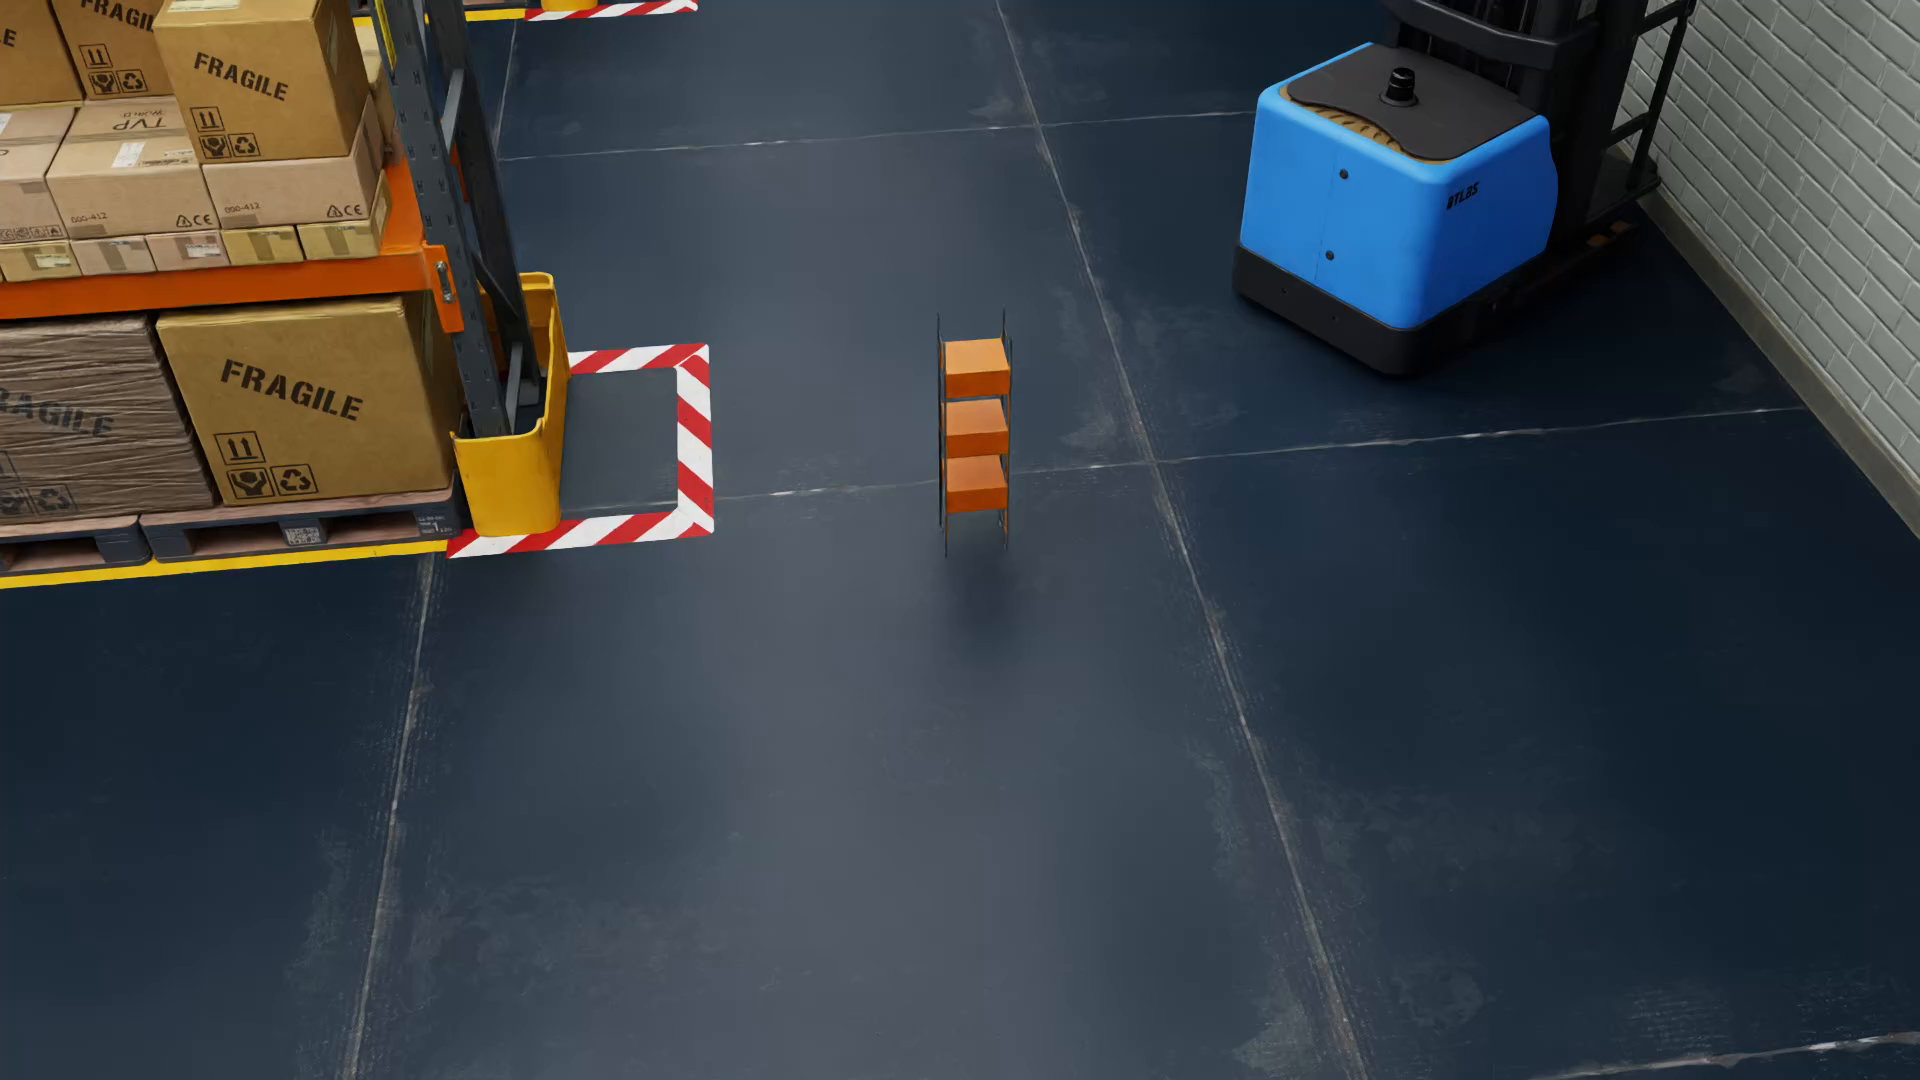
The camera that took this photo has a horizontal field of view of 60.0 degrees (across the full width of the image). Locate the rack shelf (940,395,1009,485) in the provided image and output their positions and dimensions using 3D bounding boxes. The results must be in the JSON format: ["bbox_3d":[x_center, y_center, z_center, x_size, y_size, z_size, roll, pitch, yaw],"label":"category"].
[{"bbox_3d":[0.053,-0.387,6.411,0.240,0.259,0.215,-5,42,-6],"label":"rack shelf"}]

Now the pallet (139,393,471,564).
[{"bbox_3d":[-2.688,-0.363,6.995,1.213,0.211,1.003,-5,42,-6],"label":"pallet"}]

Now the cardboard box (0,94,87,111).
[{"bbox_3d":[-3.429,-1.621,6.198,0.500,0.250,0.500,-6,42,-7],"label":"cardboard box"}]

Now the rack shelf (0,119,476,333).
[{"bbox_3d":[-3.888,-1.079,6.244,4.000,0.370,1.077,-5,42,-6],"label":"rack shelf"}]

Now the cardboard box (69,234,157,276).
[{"bbox_3d":[-2.971,-1.111,5.930,0.250,0.149,0.380,-4,42,-5],"label":"cardboard box"}]

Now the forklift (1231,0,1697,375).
[{"bbox_3d":[2.753,-2.674,7.526,3.031,2.935,1.130,-30,50,-29],"label":"forklift"}]

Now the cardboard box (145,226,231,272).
[{"bbox_3d":[-2.723,-1.132,5.953,0.250,0.149,0.380,-5,42,-5],"label":"cardboard box"}]

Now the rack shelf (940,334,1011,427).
[{"bbox_3d":[0.053,-0.597,6.221,0.240,0.259,0.215,-5,42,-6],"label":"rack shelf"}]

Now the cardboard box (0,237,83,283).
[{"bbox_3d":[-3.228,-1.087,5.903,0.250,0.149,0.380,-6,42,-6],"label":"cardboard box"}]

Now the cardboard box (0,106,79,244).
[{"bbox_3d":[-3.359,-1.268,5.806,0.500,0.250,0.500,-6,42,-7],"label":"cardboard box"}]

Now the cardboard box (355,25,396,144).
[{"bbox_3d":[-2.416,-1.712,6.299,0.500,0.250,0.500,-6,42,-7],"label":"cardboard box"}]

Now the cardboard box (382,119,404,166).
[{"bbox_3d":[-2.300,-1.615,6.488,0.250,0.149,0.380,-5,42,-5],"label":"cardboard box"}]

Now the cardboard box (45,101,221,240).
[{"bbox_3d":[-2.854,-1.313,5.856,0.500,0.250,0.500,-6,42,-6],"label":"cardboard box"}]

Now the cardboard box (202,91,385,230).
[{"bbox_3d":[-2.351,-1.356,5.904,0.500,0.250,0.500,-6,42,-6],"label":"cardboard box"}]

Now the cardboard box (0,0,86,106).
[{"bbox_3d":[-3.425,-1.898,5.945,0.500,0.500,0.500,-6,42,-7],"label":"cardboard box"}]

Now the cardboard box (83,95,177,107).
[{"bbox_3d":[-2.930,-1.663,6.244,0.500,0.250,0.500,-5,42,-6],"label":"cardboard box"}]

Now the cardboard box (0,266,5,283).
[{"bbox_3d":[-3.485,-1.064,5.878,0.250,0.149,0.380,-5,42,-5],"label":"cardboard box"}]

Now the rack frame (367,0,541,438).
[{"bbox_3d":[-1.905,-1.520,6.195,0.127,3.000,1.000,-5,42,-6],"label":"rack frame"}]

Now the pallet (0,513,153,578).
[{"bbox_3d":[-3.895,-0.259,6.880,1.213,0.211,1.003,-5,42,-6],"label":"pallet"}]

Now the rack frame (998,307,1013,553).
[{"bbox_3d":[0.174,-0.405,6.415,0.008,1.050,0.200,-5,42,-6],"label":"rack frame"}]

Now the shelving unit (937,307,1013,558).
[{"bbox_3d":[0.053,-0.394,6.404,0.252,1.050,0.215,-5,42,-6],"label":"shelving unit"}]

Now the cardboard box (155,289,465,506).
[{"bbox_3d":[-2.529,-0.778,6.646,0.875,0.875,0.875,-5,42,-6],"label":"cardboard box"}]

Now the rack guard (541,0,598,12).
[{"bbox_3d":[-2.525,-3.892,10.691,0.348,0.500,1.175,-5,42,-6],"label":"rack guard"}]

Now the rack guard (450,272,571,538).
[{"bbox_3d":[-1.881,-0.594,7.035,0.348,0.500,1.175,-5,42,-6],"label":"rack guard"}]

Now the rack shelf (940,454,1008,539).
[{"bbox_3d":[0.053,-0.180,6.597,0.240,0.259,0.215,-5,42,-6],"label":"rack shelf"}]

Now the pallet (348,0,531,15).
[{"bbox_3d":[-3.370,-3.728,10.725,1.213,0.211,1.003,-5,42,-6],"label":"pallet"}]

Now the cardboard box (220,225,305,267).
[{"bbox_3d":[-2.473,-1.153,5.977,0.250,0.149,0.380,-5,42,-5],"label":"cardboard box"}]

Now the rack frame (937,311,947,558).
[{"bbox_3d":[-0.068,-0.384,6.392,0.008,1.050,0.200,-5,42,-6],"label":"rack frame"}]

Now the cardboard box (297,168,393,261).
[{"bbox_3d":[-2.215,-1.177,6.003,0.250,0.149,0.380,-4,42,-5],"label":"cardboard box"}]

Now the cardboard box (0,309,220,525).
[{"bbox_3d":[-3.431,-0.699,6.558,0.875,0.875,0.875,-5,42,-6],"label":"cardboard box"}]

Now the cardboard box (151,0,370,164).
[{"bbox_3d":[-2.354,-1.636,5.654,0.500,0.500,0.500,-5,42,-5],"label":"cardboard box"}]

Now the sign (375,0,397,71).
[{"bbox_3d":[-1.848,-1.676,5.327,0.005,0.325,0.100,-5,42,-6],"label":"sign"}]

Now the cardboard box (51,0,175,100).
[{"bbox_3d":[-2.912,-1.947,5.999,0.500,0.500,0.500,-6,42,-7],"label":"cardboard box"}]
